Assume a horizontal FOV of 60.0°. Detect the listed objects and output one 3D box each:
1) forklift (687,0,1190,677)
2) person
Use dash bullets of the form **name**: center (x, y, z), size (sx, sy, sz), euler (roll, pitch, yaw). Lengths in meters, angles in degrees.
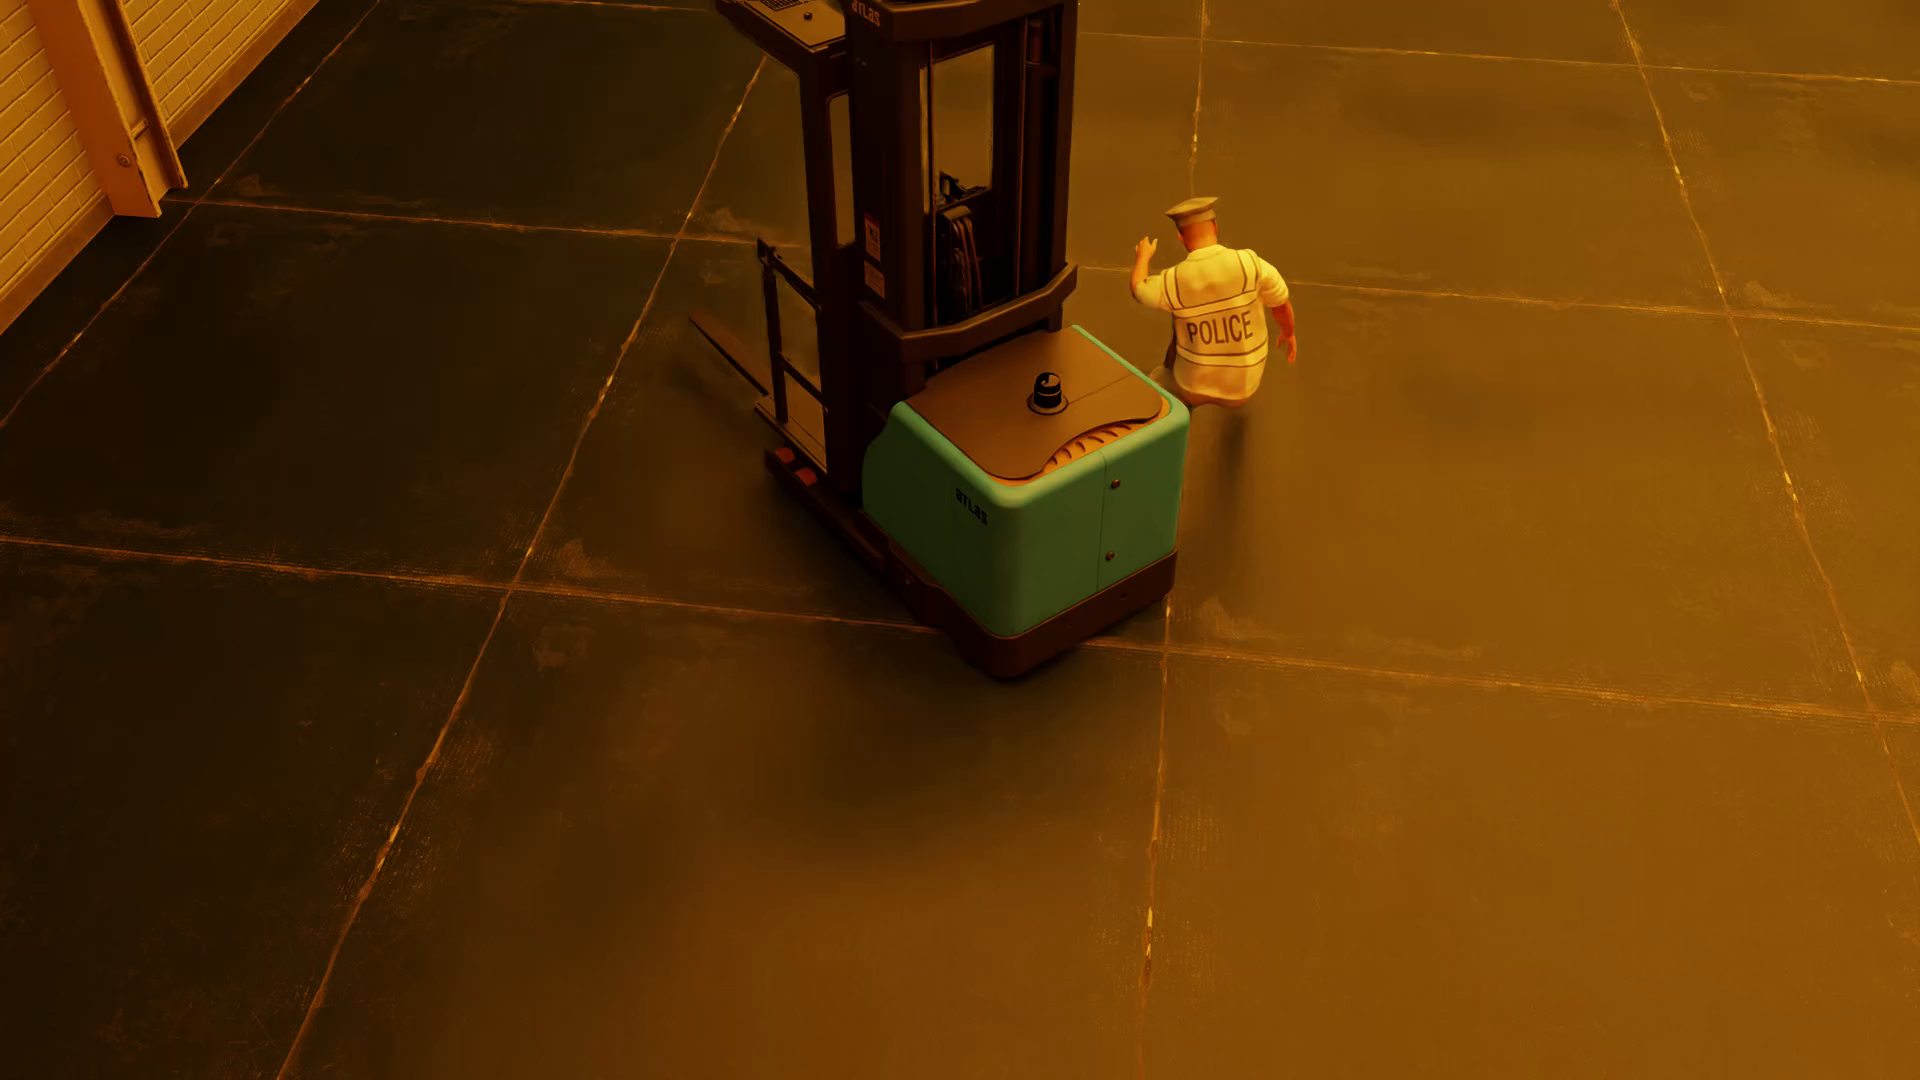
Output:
- **forklift**: center (-0.297, -1.443, 7.295), size (1.130, 2.935, 3.031), euler (-26, 49, -26)
- **person**: center (1.108, -1.045, 7.920), size (0.979, 1.514, 1.130), euler (3, 43, 3)
